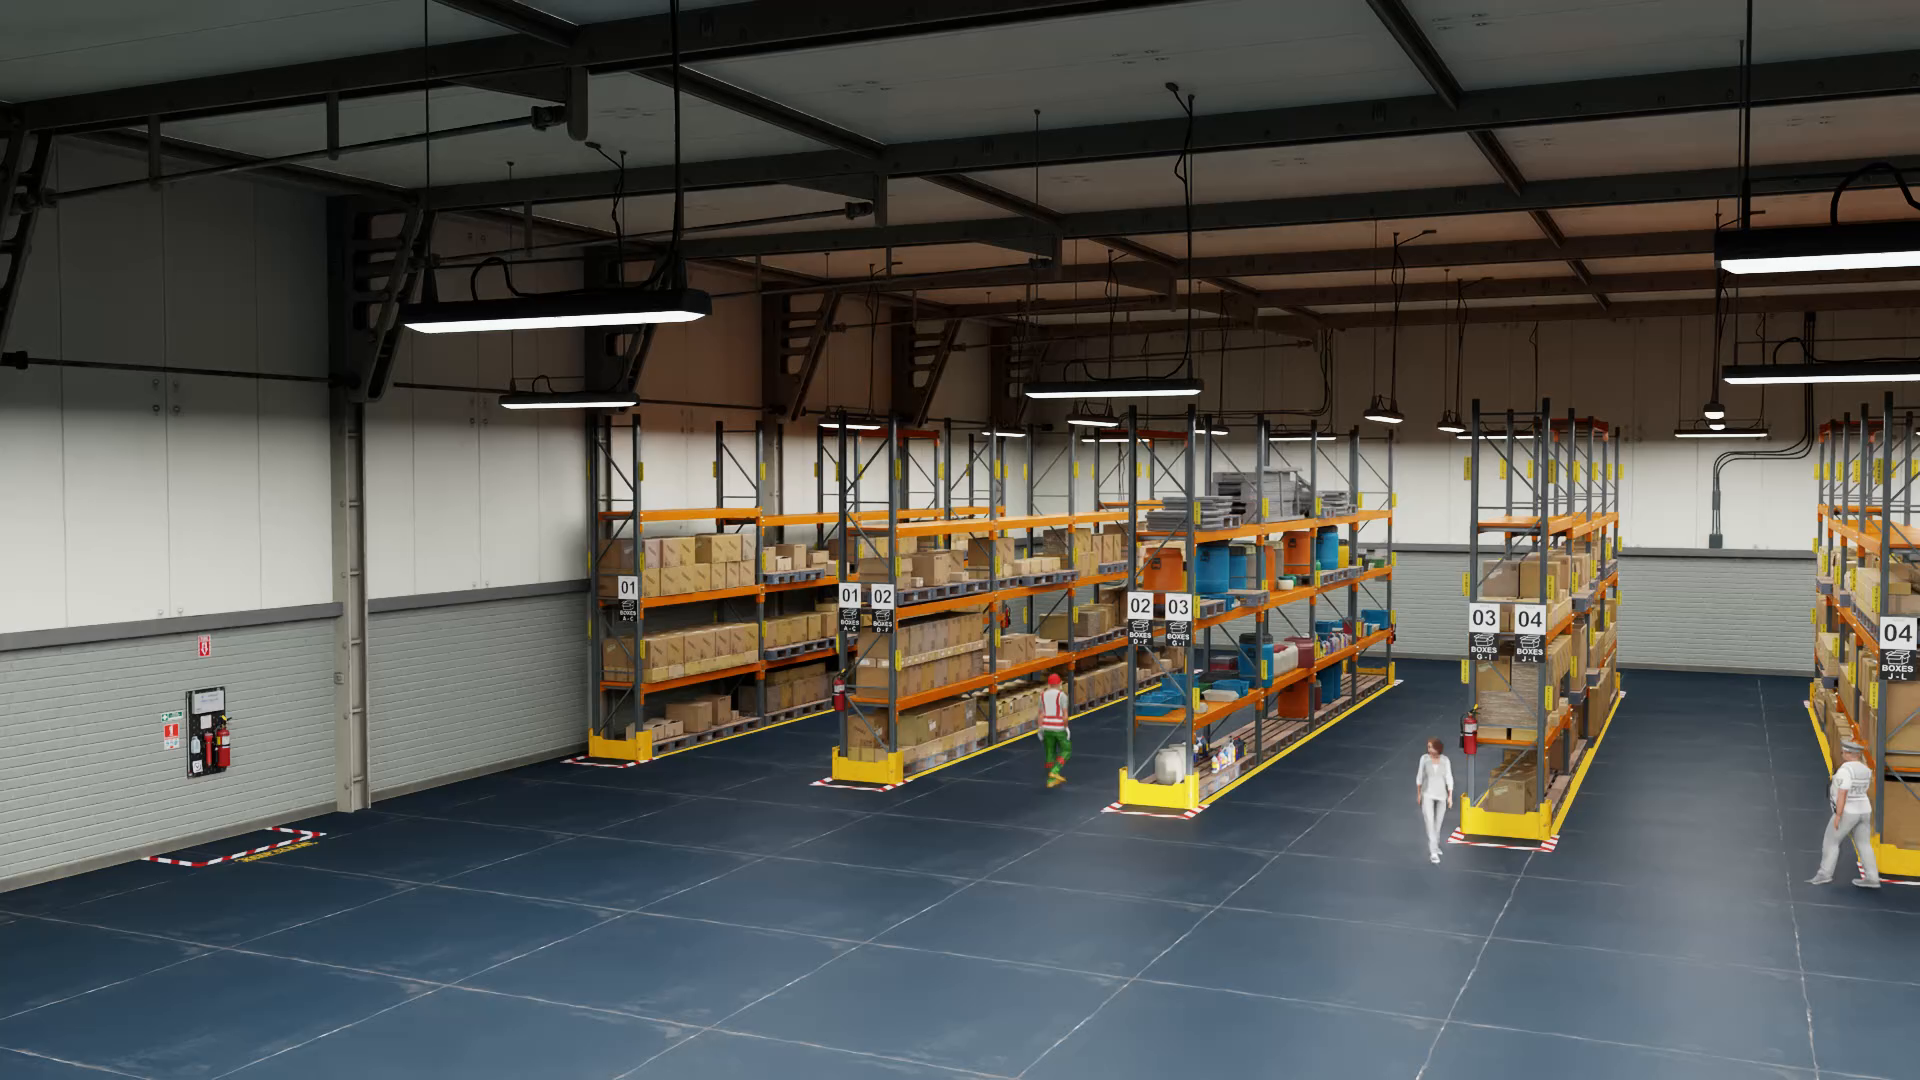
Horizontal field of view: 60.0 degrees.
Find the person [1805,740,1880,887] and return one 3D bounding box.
[{"bbox_3d":[10.723,3.328,20.081,0.591,1.790,0.744,-1,3,-25],"label":"person"}]

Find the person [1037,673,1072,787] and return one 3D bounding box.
[{"bbox_3d":[1.479,3.019,26.410,0.587,1.781,0.502,2,3,36],"label":"person"}]

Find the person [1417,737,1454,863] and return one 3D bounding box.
[{"bbox_3d":[6.110,3.321,21.347,0.433,1.564,0.892,0,2,6],"label":"person"}]
